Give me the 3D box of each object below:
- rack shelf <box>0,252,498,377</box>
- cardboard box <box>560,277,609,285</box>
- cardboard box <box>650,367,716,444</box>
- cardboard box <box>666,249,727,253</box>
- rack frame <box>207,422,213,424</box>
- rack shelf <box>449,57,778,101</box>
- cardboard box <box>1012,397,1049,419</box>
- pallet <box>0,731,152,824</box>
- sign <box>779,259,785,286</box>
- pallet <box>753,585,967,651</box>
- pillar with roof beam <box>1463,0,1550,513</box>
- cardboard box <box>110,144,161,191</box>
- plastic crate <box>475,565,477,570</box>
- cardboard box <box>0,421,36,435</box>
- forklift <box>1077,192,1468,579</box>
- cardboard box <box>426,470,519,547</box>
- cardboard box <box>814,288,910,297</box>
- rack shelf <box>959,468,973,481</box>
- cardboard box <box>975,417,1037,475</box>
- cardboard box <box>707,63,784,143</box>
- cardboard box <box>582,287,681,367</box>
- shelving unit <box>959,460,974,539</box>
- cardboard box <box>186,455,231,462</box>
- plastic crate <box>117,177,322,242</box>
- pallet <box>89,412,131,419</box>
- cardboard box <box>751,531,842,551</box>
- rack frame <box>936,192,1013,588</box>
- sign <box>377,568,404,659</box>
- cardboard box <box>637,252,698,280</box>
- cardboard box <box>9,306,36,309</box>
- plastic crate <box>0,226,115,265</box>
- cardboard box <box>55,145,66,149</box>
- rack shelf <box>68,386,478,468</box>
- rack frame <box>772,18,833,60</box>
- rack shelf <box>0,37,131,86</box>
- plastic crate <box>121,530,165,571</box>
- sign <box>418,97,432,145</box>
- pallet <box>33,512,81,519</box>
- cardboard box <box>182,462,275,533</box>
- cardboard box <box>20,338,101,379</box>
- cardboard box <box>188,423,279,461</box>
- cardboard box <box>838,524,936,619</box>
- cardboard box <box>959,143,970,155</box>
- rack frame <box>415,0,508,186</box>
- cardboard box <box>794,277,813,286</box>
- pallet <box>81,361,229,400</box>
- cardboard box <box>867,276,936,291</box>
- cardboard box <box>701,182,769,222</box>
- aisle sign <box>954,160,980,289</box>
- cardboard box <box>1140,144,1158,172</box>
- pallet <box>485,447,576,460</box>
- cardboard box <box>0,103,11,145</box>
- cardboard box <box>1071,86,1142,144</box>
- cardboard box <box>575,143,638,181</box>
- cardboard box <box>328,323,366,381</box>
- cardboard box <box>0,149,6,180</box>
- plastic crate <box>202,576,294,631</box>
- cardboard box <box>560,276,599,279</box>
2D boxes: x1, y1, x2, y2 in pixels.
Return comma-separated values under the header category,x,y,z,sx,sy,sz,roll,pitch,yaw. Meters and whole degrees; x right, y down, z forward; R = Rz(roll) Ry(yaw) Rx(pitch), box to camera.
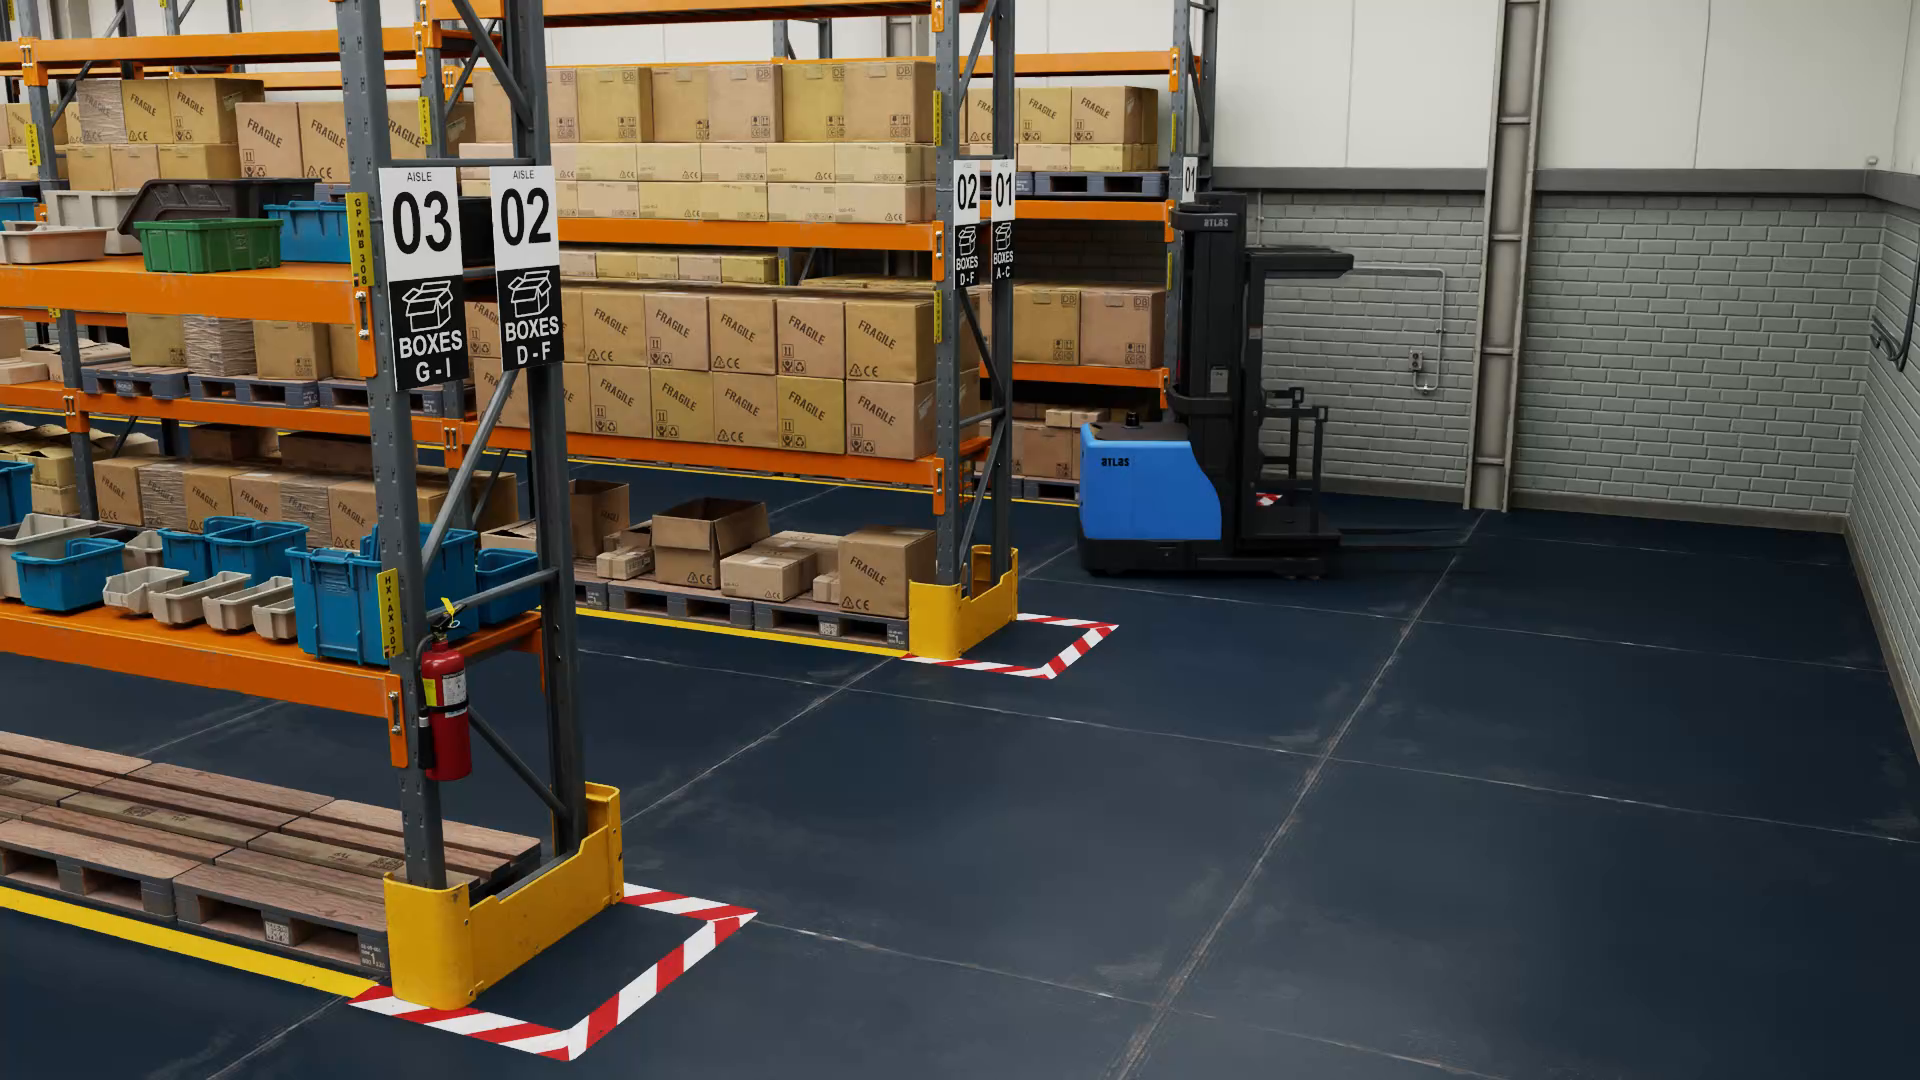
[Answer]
category,x,y,z,sx,sy,sz,roll,pitch,yaw
rack shelf,-3.732,-1.059,7.210,4.000,0.370,1.077,6,14,23
cardboard box,-2.984,-1.711,12.572,0.500,0.500,0.500,6,14,24
cardboard box,-1.804,-0.972,11.614,0.500,0.500,0.500,6,14,22
cardboard box,-2.805,-2.961,17.751,0.500,0.250,0.500,5,14,21
rack frame,-8.863,-2.943,20.232,0.127,3.000,1.000,6,14,23
rack shelf,-3.377,-4.764,17.308,4.000,0.370,1.077,6,14,23
cardboard box,0.699,-1.304,16.377,0.250,0.149,0.380,6,14,24
pallet,-4.873,1.284,8.322,1.213,0.211,1.003,6,14,23
sign,-1.759,-2.614,16.467,0.005,0.325,0.100,6,14,23
pallet,-0.693,0.479,11.751,1.213,0.211,1.003,6,14,23
pillar with roof beam,3.184,-3.785,10.688,0.400,9.000,9.100,6,14,23
cardboard box,-6.330,-2.967,13.546,0.500,0.500,0.910,6,14,23
plastic crate,-2.256,0.197,7.295,0.298,0.136,0.250,6,14,23
cardboard box,-8.988,-0.929,15.519,0.500,0.311,0.500,6,14,23
forklift,2.487,-1.243,13.137,3.031,2.935,1.130,0,13,1
cardboard box,-3.895,-0.261,13.309,0.500,0.500,0.500,5,14,21
cardboard box,-0.674,-1.476,11.572,0.500,0.500,0.500,6,14,24
rack shelf,-0.013,-0.542,14.134,0.180,0.103,0.258,6,14,23
cardboard box,0.511,-0.957,16.319,0.500,0.500,0.700,5,14,21
cardboard box,-1.294,-2.926,11.183,0.500,0.500,0.700,6,14,23
cardboard box,-2.293,-1.506,11.698,0.500,0.500,0.500,5,14,22
shelving unit,-0.013,-0.585,14.123,0.189,1.200,0.258,6,14,23
cardboard box,-6.258,-0.498,14.319,0.500,0.500,0.500,6,15,25
plastic crate,-3.189,-1.393,7.193,0.767,0.338,0.504,6,14,23
pallet,-10.610,-1.753,21.263,1.213,0.211,1.003,6,14,23
cardboard box,-1.191,0.124,12.214,0.500,0.250,0.500,6,14,23
rack frame,0.106,-0.798,11.089,0.127,3.000,1.000,6,14,23
sign,-2.112,0.273,6.167,0.005,0.325,0.100,6,14,23
cardboard box,-3.009,-2.858,17.312,0.500,0.250,0.500,6,15,24
cardboard box,-11.722,-3.094,21.157,0.500,0.250,0.500,5,14,21
plastic crate,-3.894,-1.235,6.963,0.530,0.136,0.437,6,14,23
cardboard box,-10.864,-4.599,20.461,0.500,0.500,0.500,7,15,27
rack shelf,-5.380,-1.003,13.537,4.000,0.370,1.077,6,14,23
rack frame,-1.548,-5.124,16.392,0.127,3.000,1.000,6,14,23
rack shelf,-9.037,-4.099,14.475,4.000,0.370,1.077,6,14,23
plastic crate,-3.847,0.064,7.863,0.466,0.136,0.293,6,14,23
sign,-3.773,-2.956,11.724,0.005,0.325,0.100,6,14,23
pallet,-7.945,-0.265,14.922,1.213,0.211,1.003,6,14,23
cardboard box,-5.971,-0.339,13.641,0.500,0.500,0.500,6,14,22
cardboard box,-7.948,-1.618,14.779,0.500,0.311,0.500,6,14,23
cardboard box,-6.205,-0.859,14.215,0.500,0.250,0.500,6,15,25
cardboard box,-0.491,0.206,11.319,0.500,0.500,0.500,6,14,23
cardboard box,-0.258,-2.530,11.141,0.500,0.250,0.500,6,14,23
rack frame,-3.551,-4.089,11.981,0.127,3.000,1.000,6,14,23
cardboard box,-1.867,-2.501,17.435,0.500,0.500,0.500,5,14,21
pallet,-6.560,-1.397,14.061,1.003,0.211,1.213,6,14,23
cardboard box,-0.394,-2.227,16.522,0.700,0.700,0.980,5,14,22
cardboard box,-1.386,-2.270,11.124,0.500,0.250,0.500,6,14,23
aisle sign,0.044,-1.993,10.492,0.004,0.787,0.394,6,14,23
cardboard box,1.541,-3.592,15.621,0.500,0.250,0.500,7,15,26
pallet,-4.515,-1.127,18.595,1.213,0.211,1.003,6,14,23
cardboard box,-11.828,-5.176,20.728,0.500,0.500,0.500,6,14,23
cardboard box,1.329,-3.849,15.075,0.500,0.500,0.500,6,14,23
cardboard box,-2.297,-2.607,11.468,0.500,0.250,0.500,6,14,23
cardboard box,-4.548,-1.562,13.208,0.500,0.500,0.700,8,16,32
cardboard box,-8.133,-3.205,14.190,0.500,0.250,0.500,6,15,25
plastic crate,-2.982,0.268,6.992,0.243,0.136,0.396,6,14,23
cardboard box,-3.937,-2.581,17.776,0.500,0.500,0.500,6,14,23
